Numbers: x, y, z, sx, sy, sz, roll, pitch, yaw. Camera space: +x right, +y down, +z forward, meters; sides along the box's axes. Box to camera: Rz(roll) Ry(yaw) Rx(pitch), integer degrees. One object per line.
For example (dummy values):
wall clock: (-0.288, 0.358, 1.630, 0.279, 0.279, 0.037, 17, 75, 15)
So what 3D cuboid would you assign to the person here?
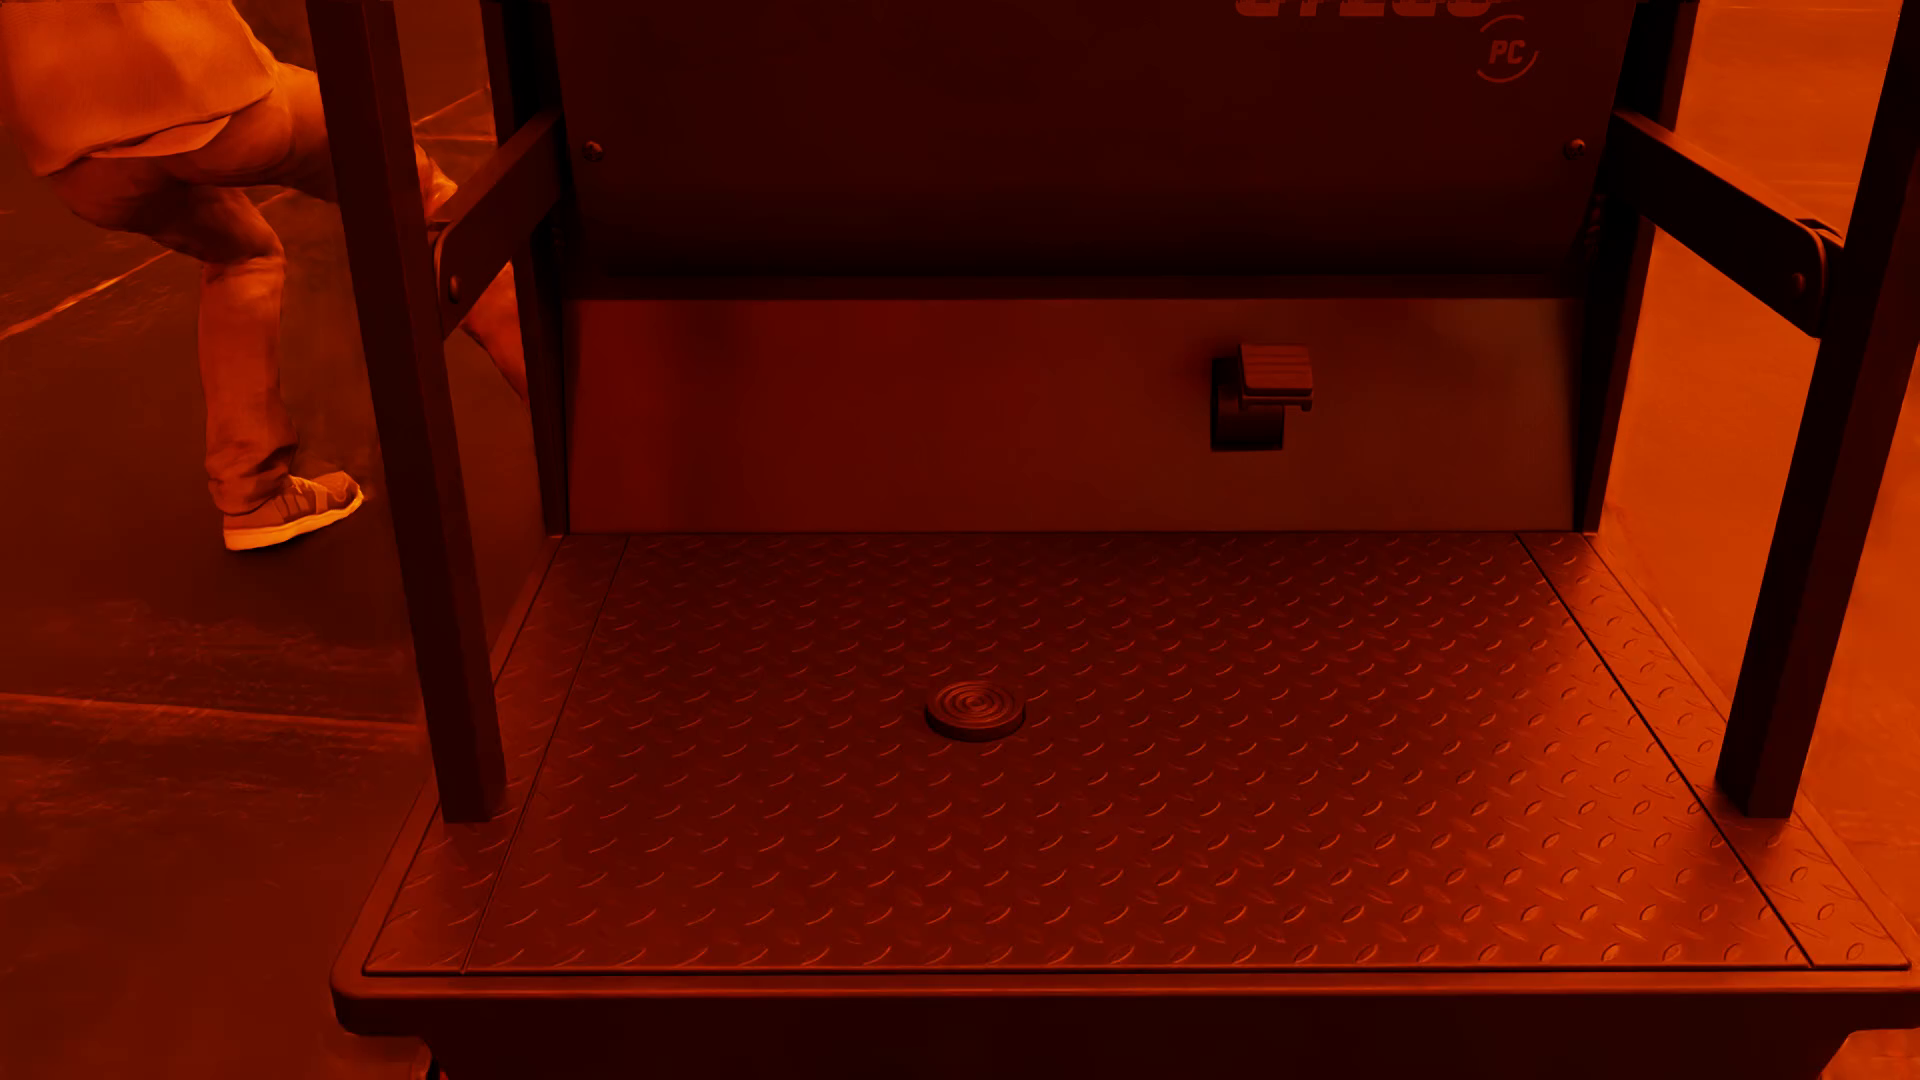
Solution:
person: (-1.018, -0.694, 2.402, 1.253, 1.362, 0.770, -4, 27, -8)

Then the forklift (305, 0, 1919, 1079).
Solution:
forklift: (0.117, -0.905, 1.032, 1.130, 2.935, 3.031, 0, 27, 0)
